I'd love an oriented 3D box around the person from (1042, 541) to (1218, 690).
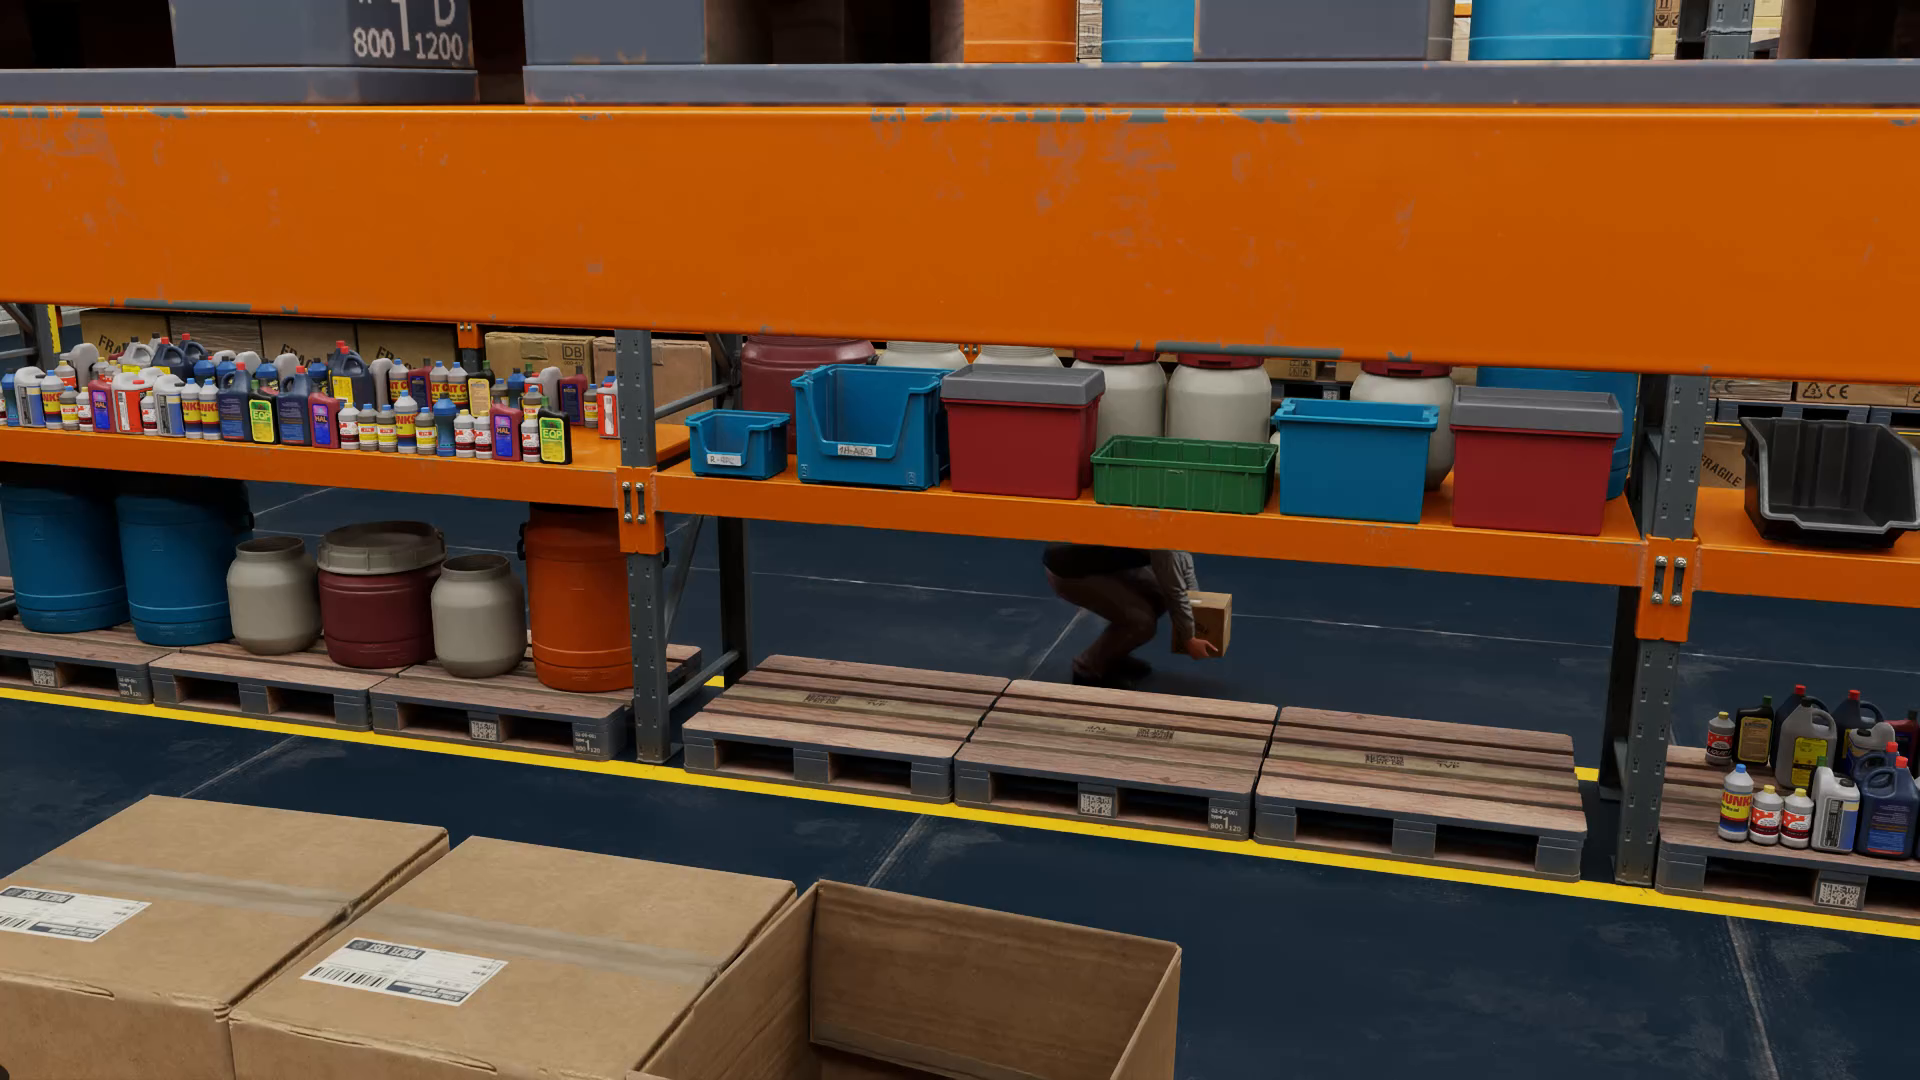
[{"bbox_3d":[0.883,0.225,8.151,0.944,0.987,0.505,4,15,13],"label":"person"}]
